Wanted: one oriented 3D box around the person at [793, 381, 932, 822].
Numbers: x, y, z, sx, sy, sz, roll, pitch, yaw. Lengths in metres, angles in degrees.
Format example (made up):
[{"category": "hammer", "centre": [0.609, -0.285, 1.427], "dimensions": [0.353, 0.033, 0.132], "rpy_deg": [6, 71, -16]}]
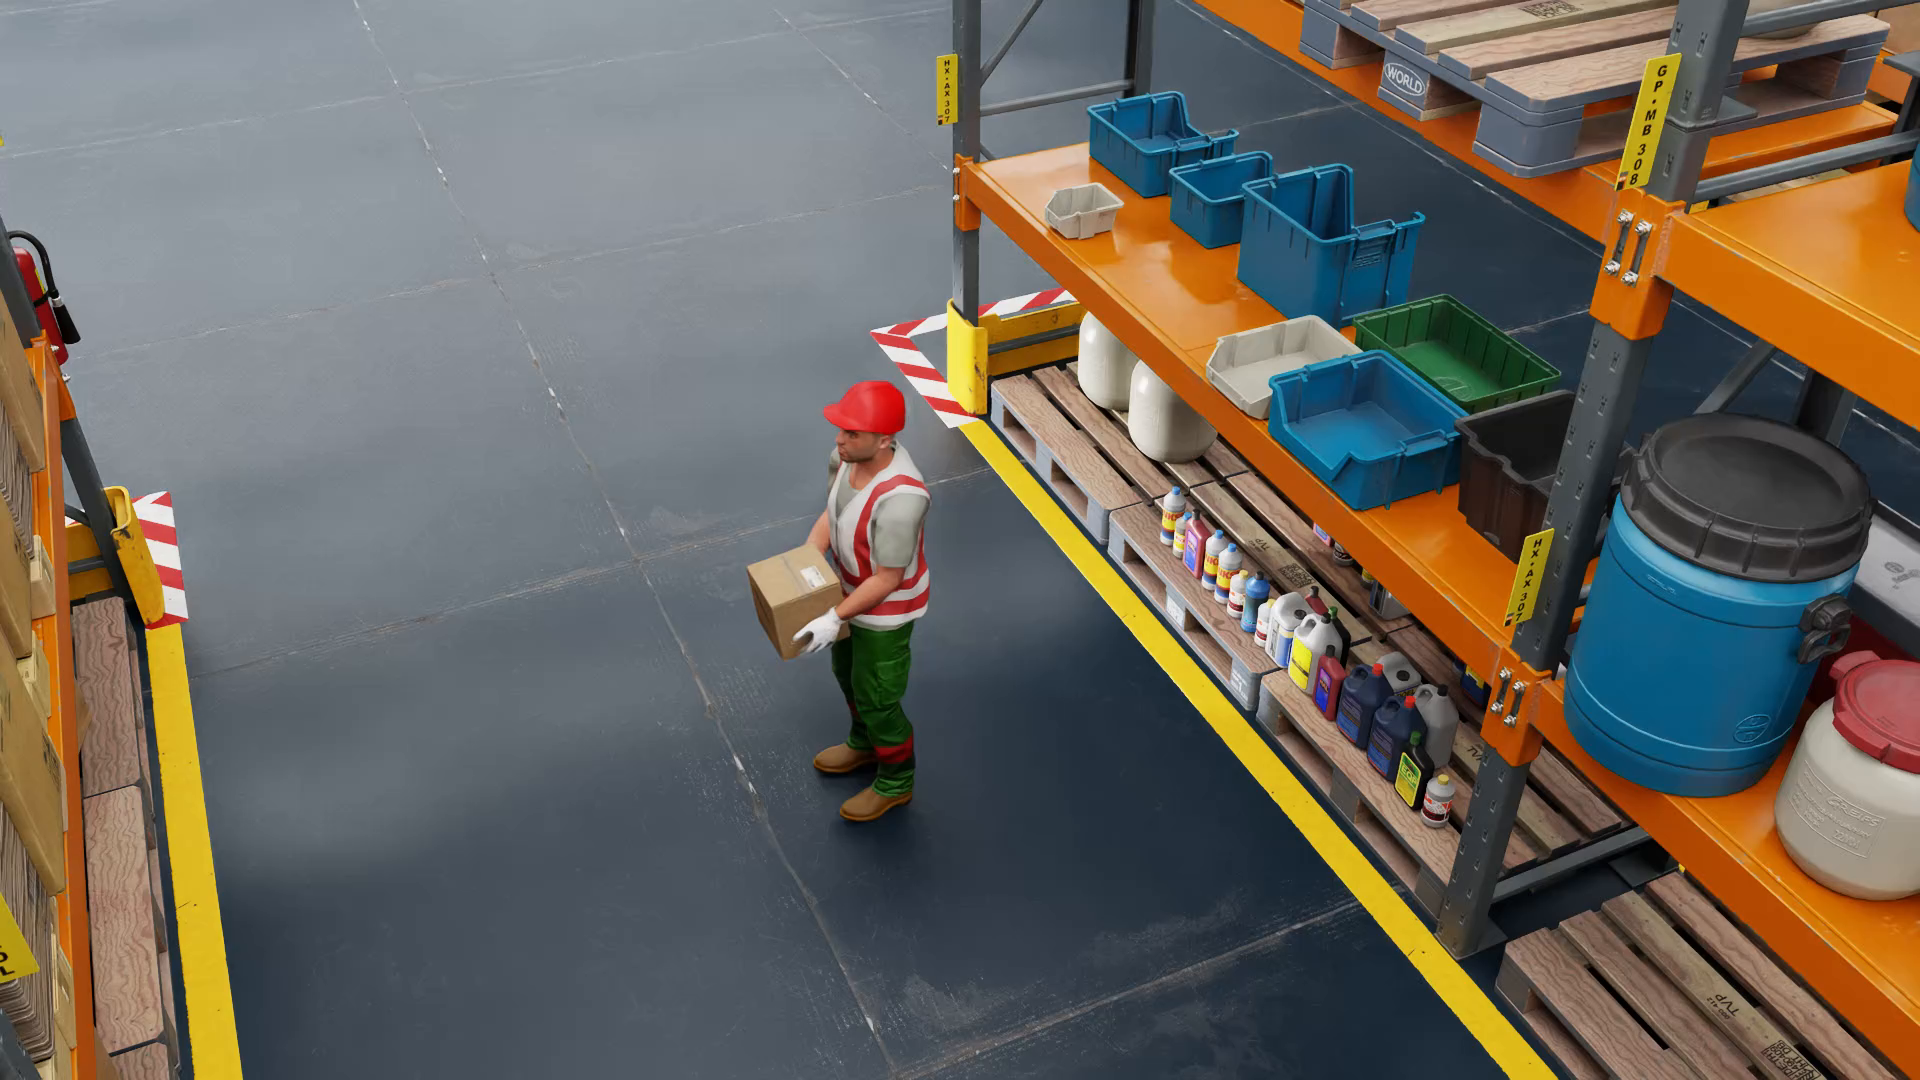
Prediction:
[{"category": "person", "centre": [-0.383, 0.240, 5.806], "dimensions": [0.529, 1.794, 0.524], "rpy_deg": [-16, 40, -20]}]
